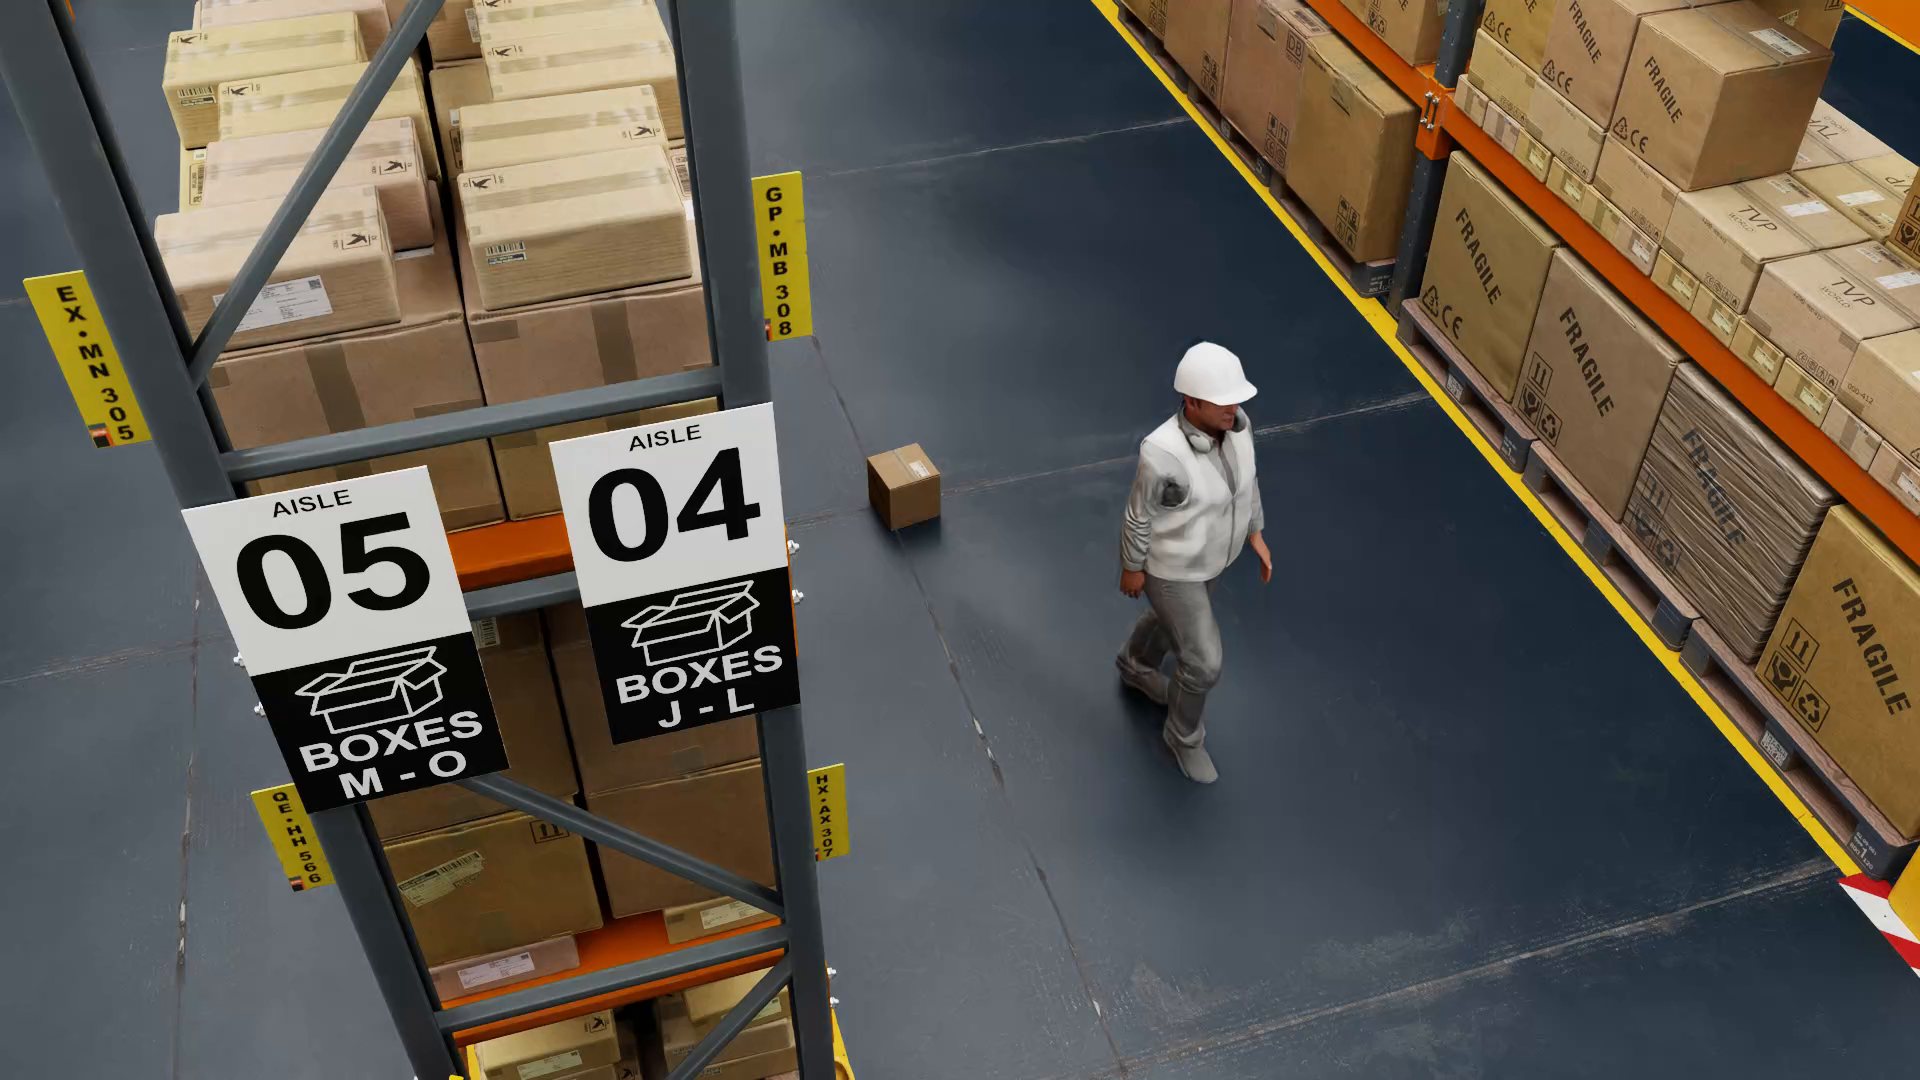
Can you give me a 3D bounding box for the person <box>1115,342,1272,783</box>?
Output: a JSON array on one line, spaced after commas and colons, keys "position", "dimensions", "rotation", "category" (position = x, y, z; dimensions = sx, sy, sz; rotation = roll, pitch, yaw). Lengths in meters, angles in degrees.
[{"position": [0.857, 0.072, 6.082], "dimensions": [0.629, 1.830, 0.551], "rotation": [32, 51, 30], "category": "person"}]
